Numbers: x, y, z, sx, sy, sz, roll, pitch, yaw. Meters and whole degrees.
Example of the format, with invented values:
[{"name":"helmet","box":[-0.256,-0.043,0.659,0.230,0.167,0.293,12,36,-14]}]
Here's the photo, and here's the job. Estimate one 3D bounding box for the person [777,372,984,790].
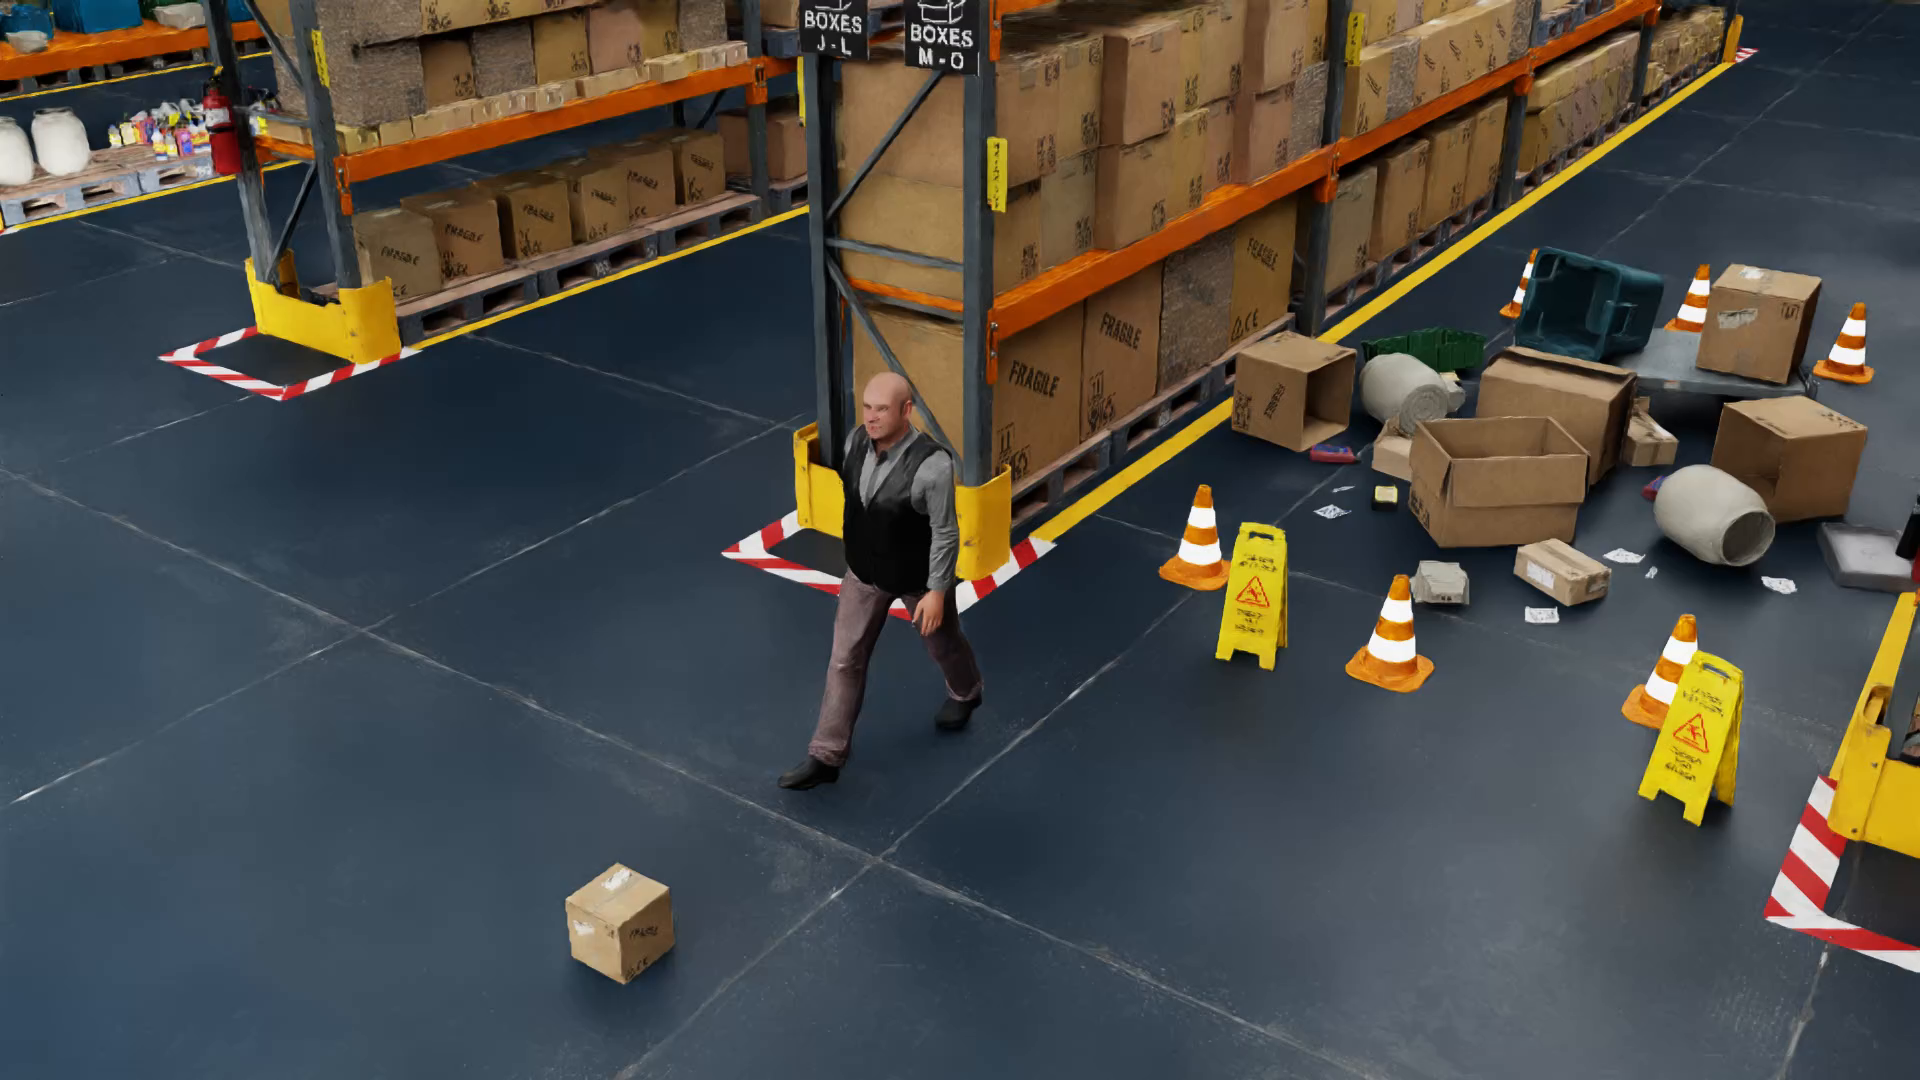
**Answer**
[{"name":"person","box":[-0.255,0.137,6.393,0.553,1.652,1.072,16,31,29]}]
